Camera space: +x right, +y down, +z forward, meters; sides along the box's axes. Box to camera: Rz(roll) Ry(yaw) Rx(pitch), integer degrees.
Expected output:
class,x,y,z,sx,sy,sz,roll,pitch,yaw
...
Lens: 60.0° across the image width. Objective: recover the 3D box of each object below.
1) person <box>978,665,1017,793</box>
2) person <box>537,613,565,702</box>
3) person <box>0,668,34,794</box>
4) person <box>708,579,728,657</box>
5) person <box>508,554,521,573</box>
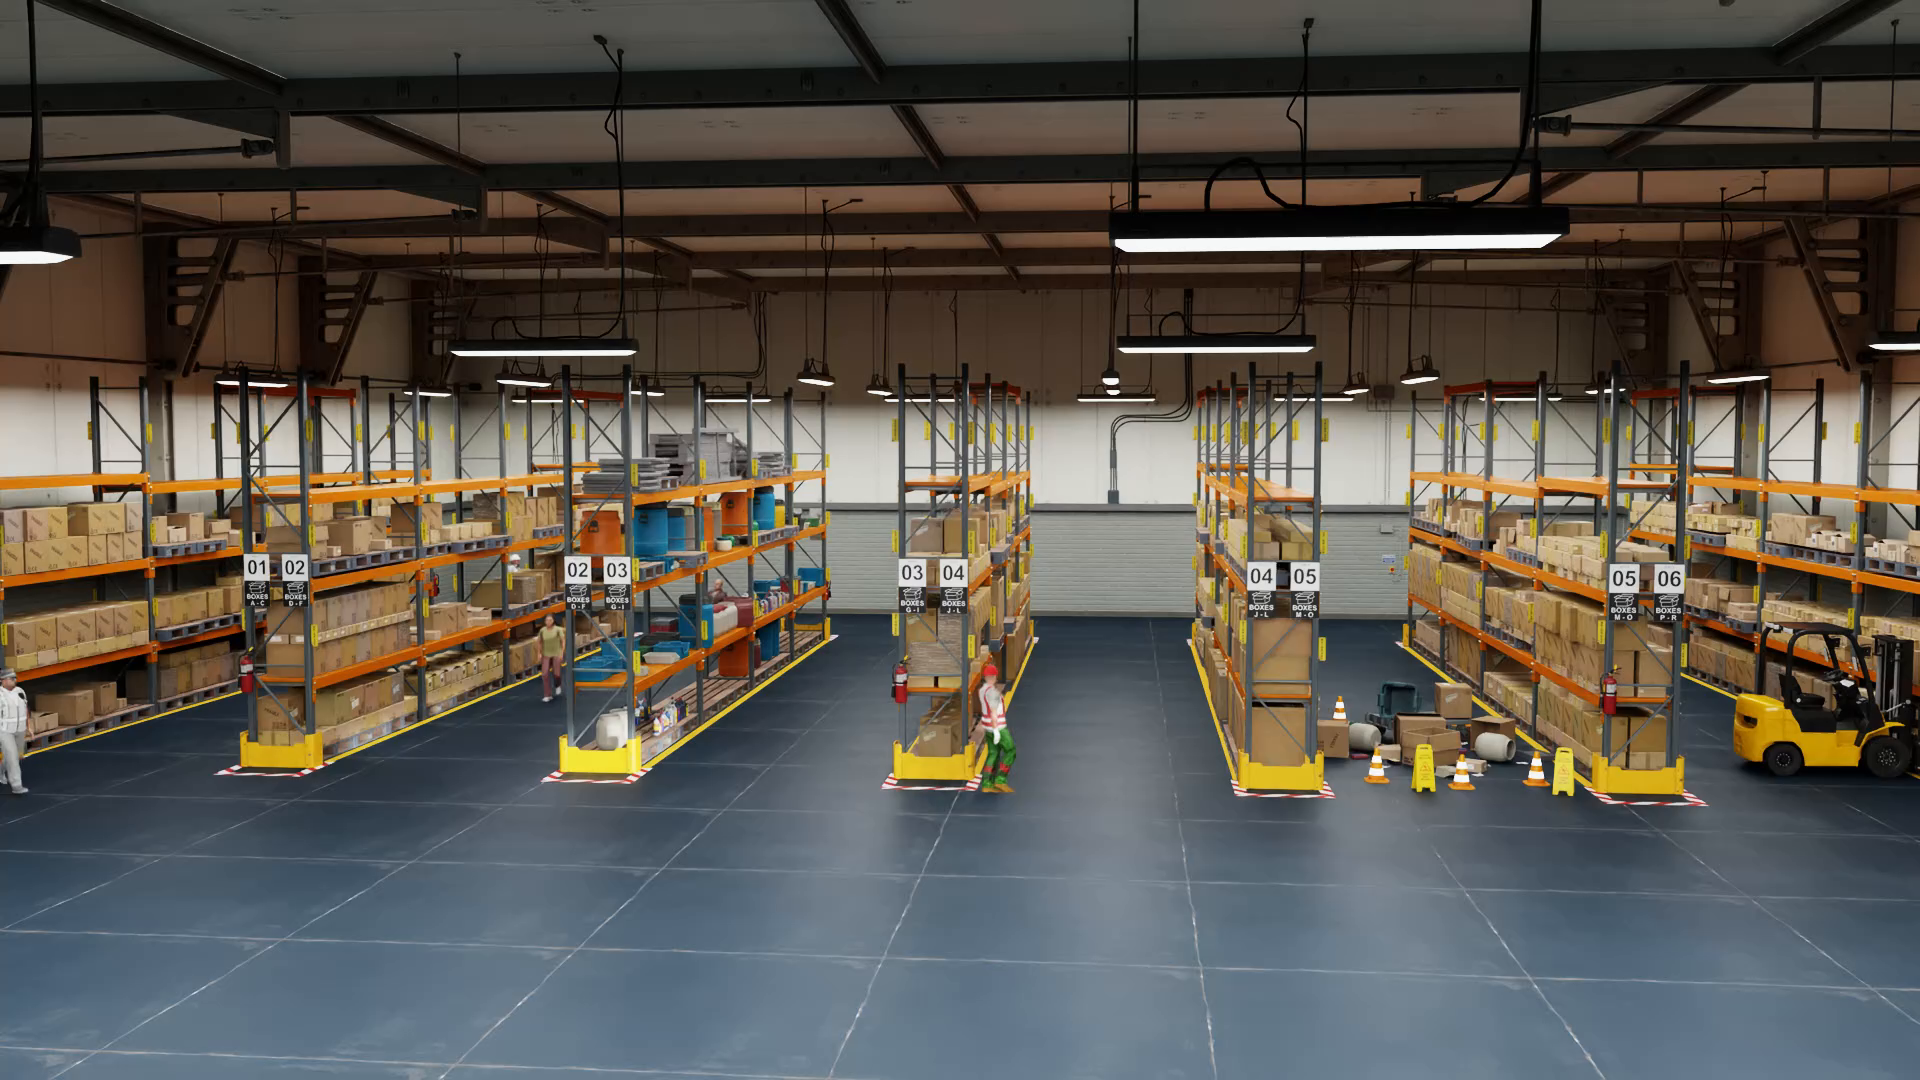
class,x,y,z,sx,sy,sz,roll,pitch,yaw
person,0.513,2.625,23.097,0.466,1.783,0.590,-1,4,-21
person,-7.679,2.181,31.262,0.535,1.654,0.640,0,4,-2
person,-13.277,2.635,23.185,0.968,1.735,0.585,2,4,29
person,-5.398,1.782,37.223,0.611,1.657,0.934,3,5,40
person,-11.815,1.266,44.154,0.461,1.770,0.563,0,4,1
